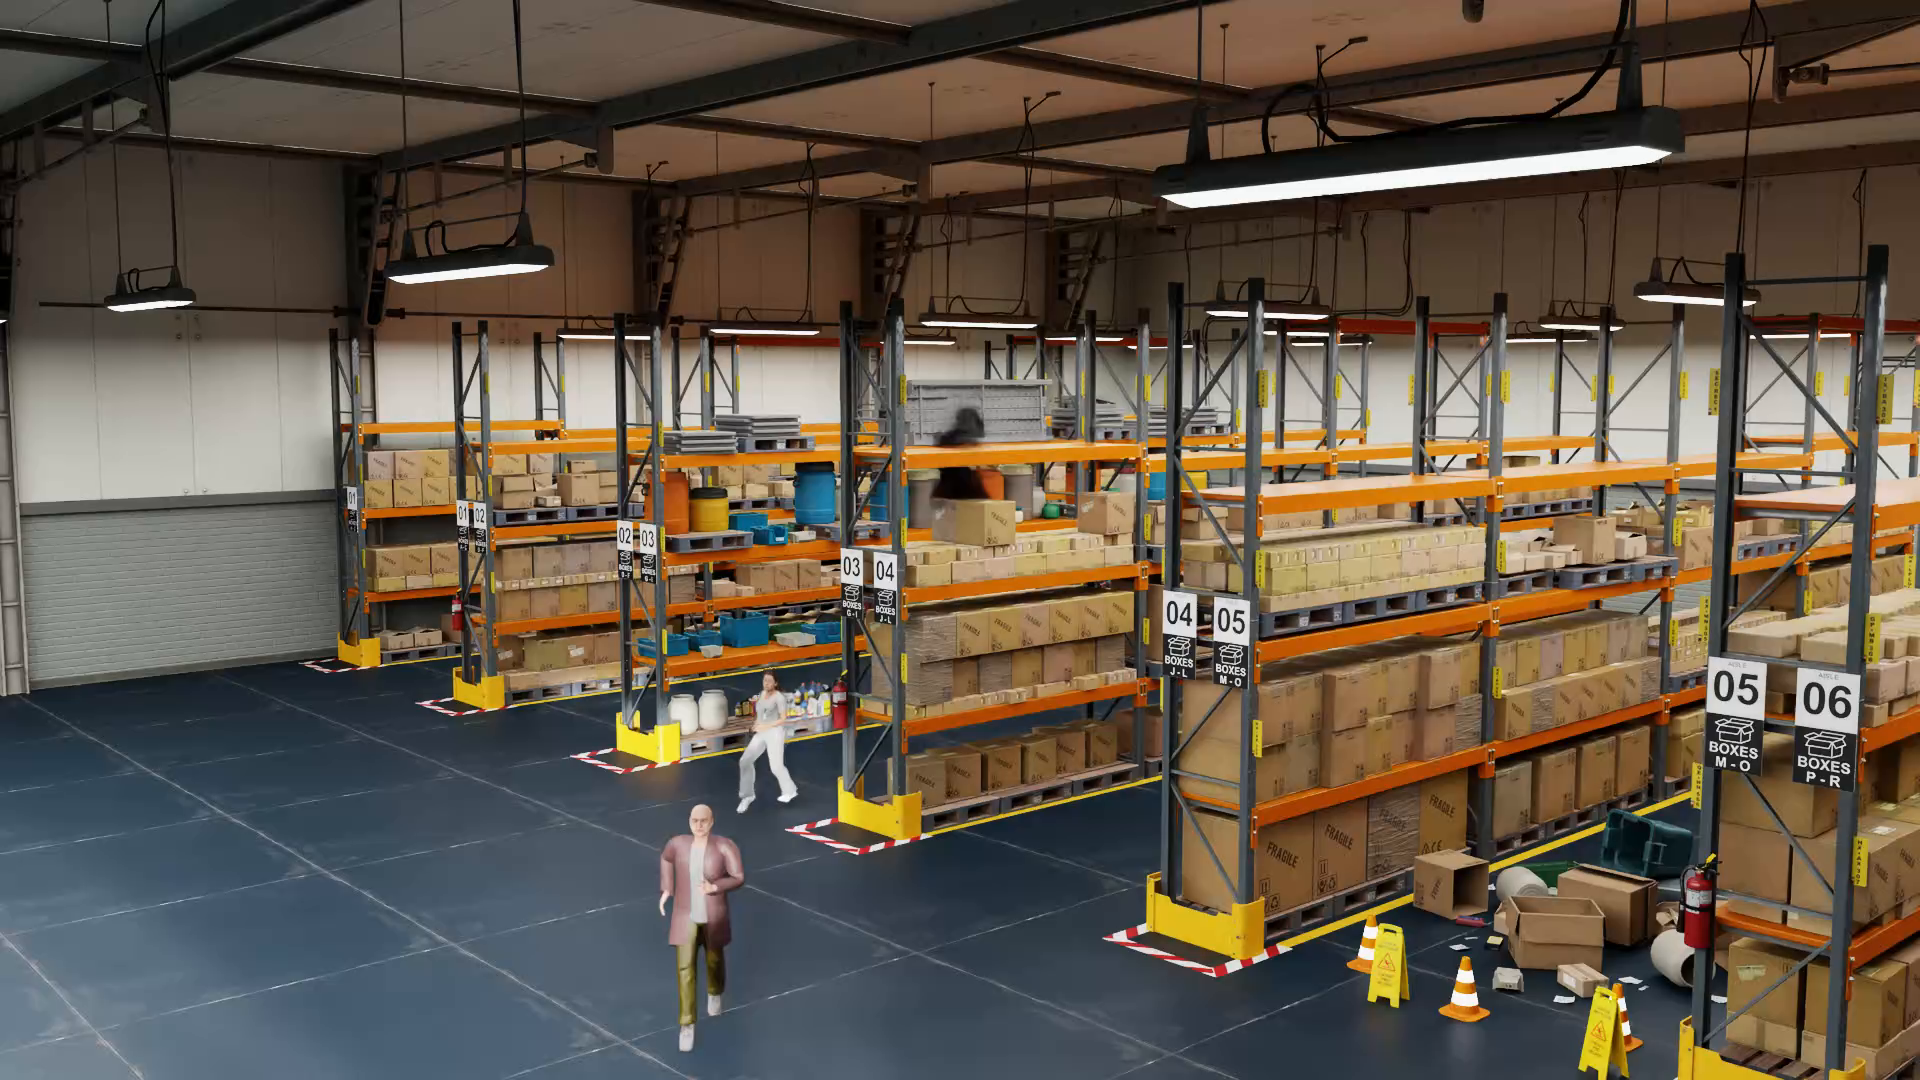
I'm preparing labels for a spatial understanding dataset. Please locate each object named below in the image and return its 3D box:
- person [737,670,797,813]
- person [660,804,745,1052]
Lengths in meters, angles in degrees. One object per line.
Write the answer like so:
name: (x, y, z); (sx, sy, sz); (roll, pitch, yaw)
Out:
person: (-2.261, 2.386, 19.831); (0.567, 1.703, 0.785); (5, 7, 40)
person: (-2.031, 2.962, 13.067); (0.694, 1.795, 0.993); (0, 6, -2)
